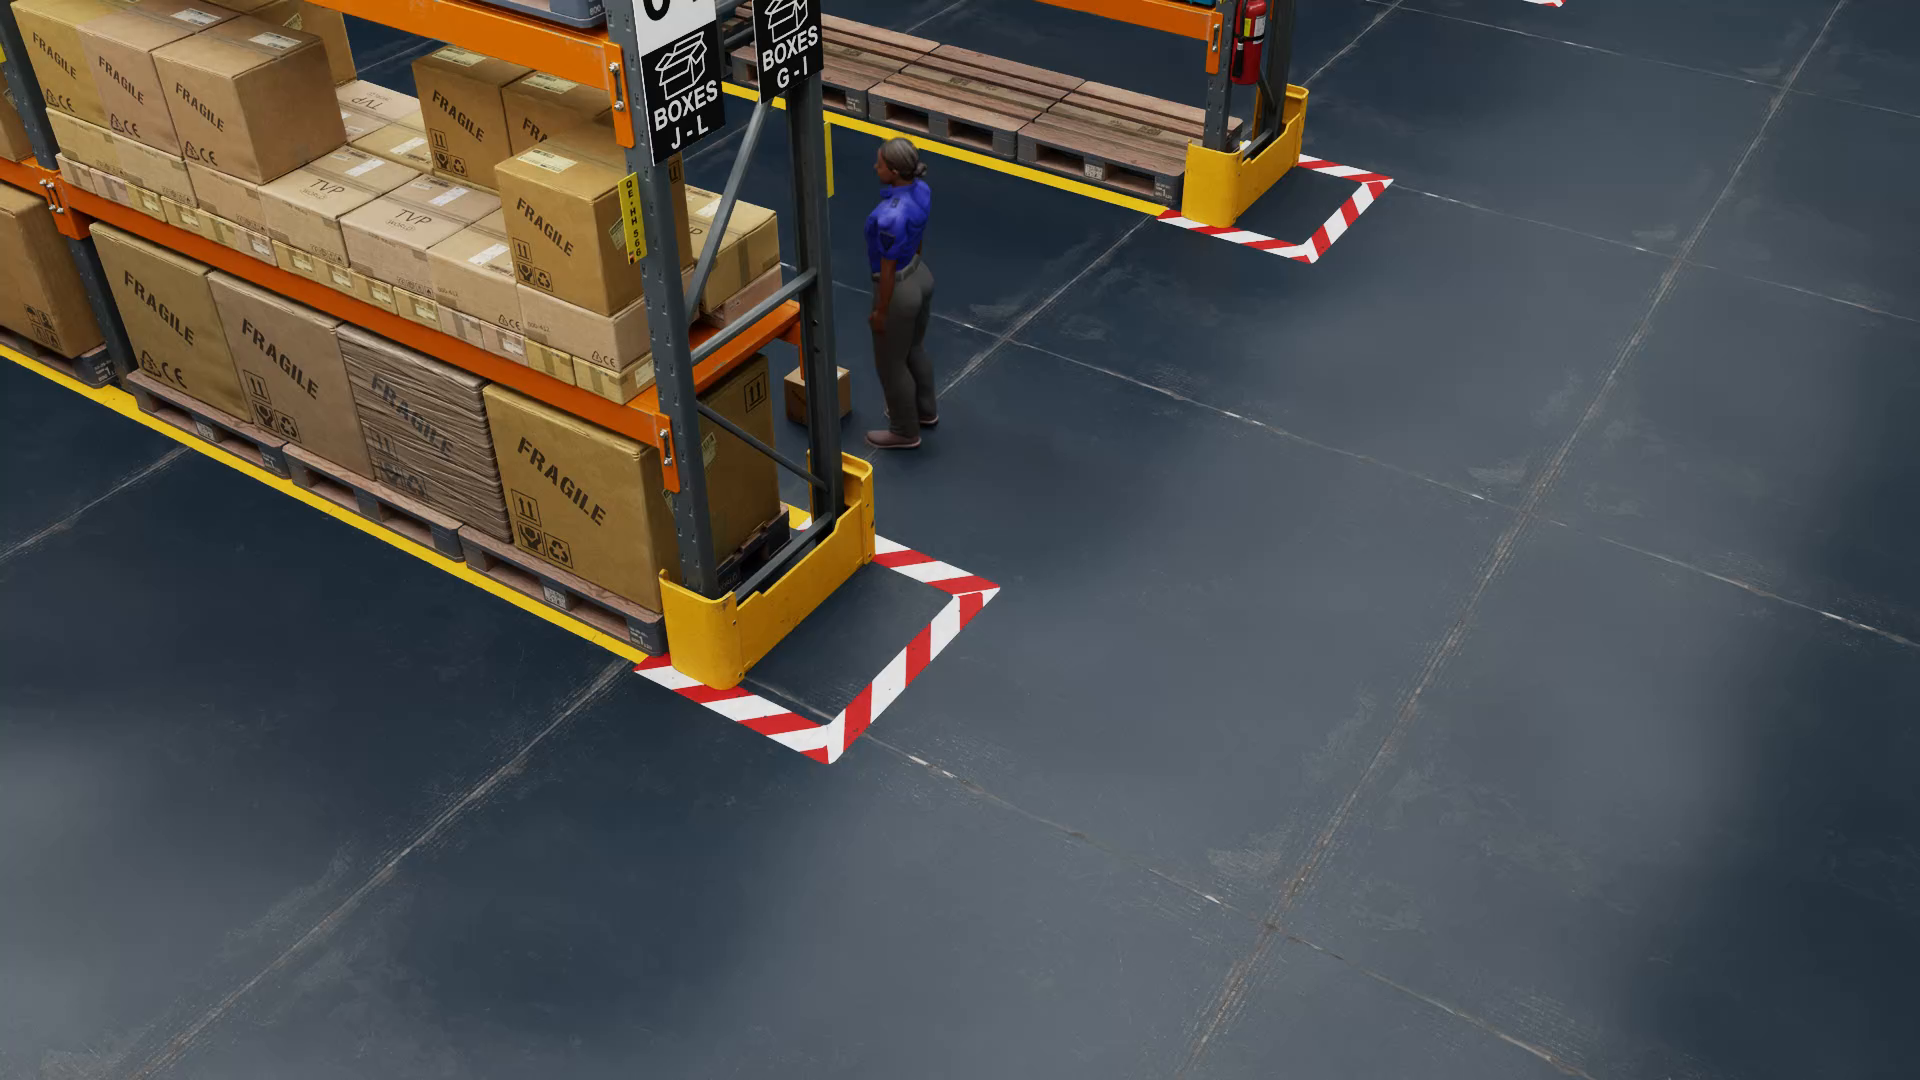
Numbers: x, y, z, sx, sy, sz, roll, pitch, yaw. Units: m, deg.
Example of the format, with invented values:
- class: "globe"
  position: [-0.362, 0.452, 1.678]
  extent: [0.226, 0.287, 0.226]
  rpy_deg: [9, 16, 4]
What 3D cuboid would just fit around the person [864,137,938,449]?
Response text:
- class: "person"
  position: [-0.303, -1.210, 8.199]
  extent: [0.307, 1.661, 0.438]
  rpy_deg: [13, 40, 16]
